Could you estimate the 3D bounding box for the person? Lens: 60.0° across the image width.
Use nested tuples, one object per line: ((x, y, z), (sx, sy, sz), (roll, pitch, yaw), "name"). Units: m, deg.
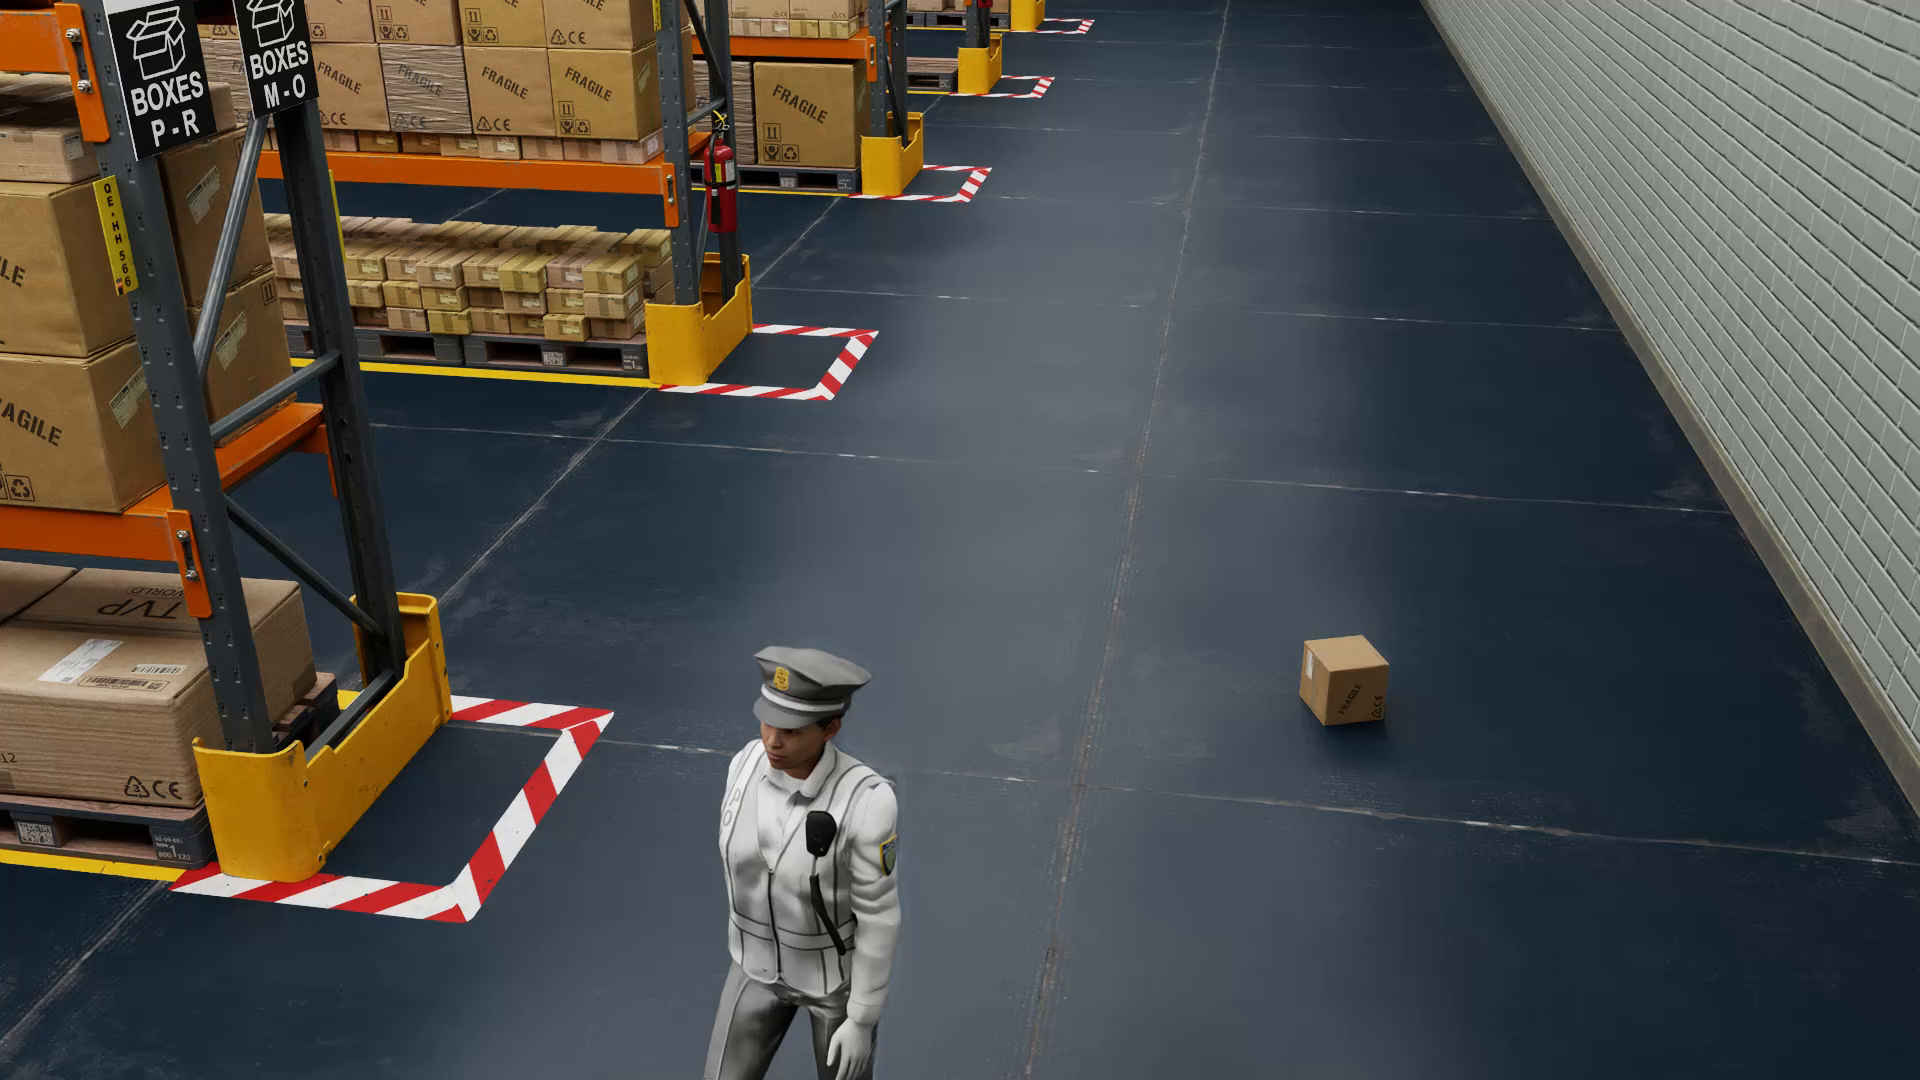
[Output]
((-0.362, 1.037, 3.872), (0.489, 1.736, 0.499), (10, 27, 20), "person")
